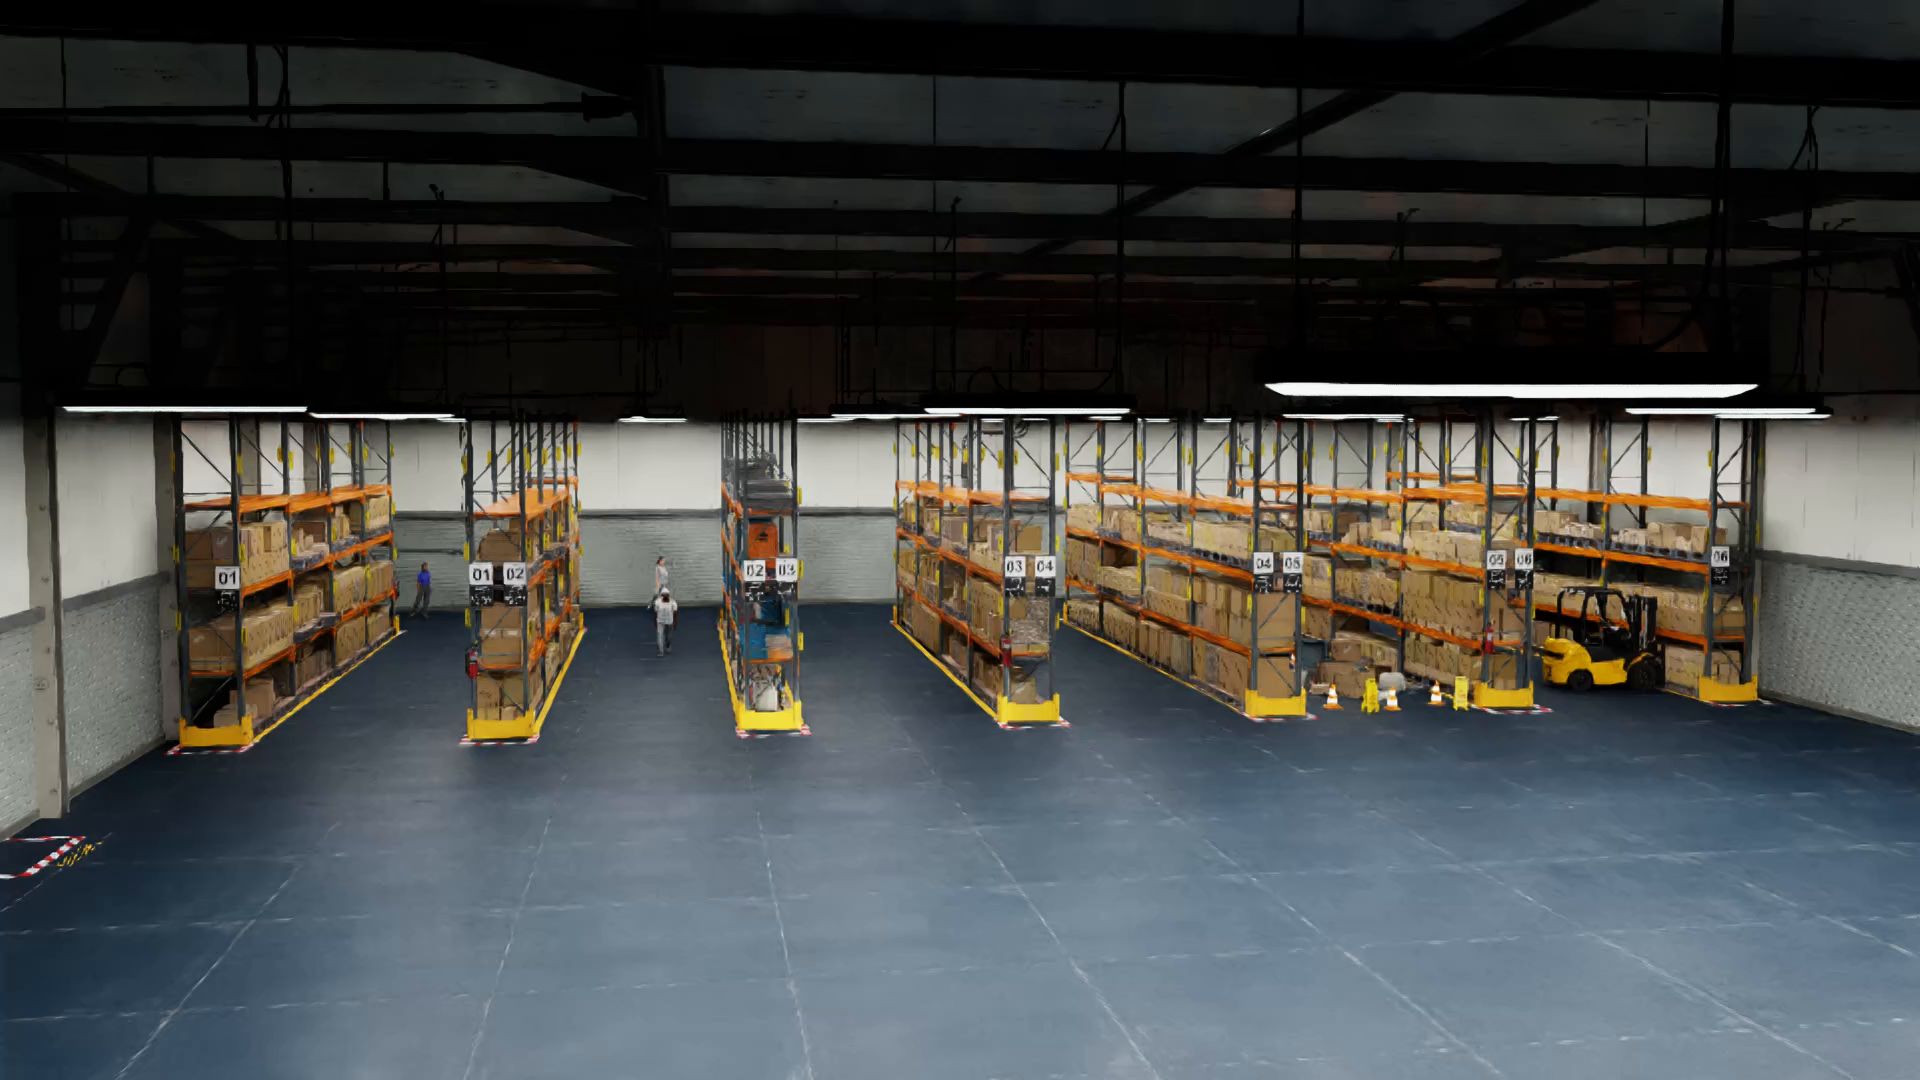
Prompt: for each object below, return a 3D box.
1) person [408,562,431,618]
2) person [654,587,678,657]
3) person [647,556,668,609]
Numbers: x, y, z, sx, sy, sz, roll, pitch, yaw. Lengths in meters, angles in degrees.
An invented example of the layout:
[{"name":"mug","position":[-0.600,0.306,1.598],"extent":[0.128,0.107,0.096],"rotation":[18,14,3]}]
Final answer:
[{"name":"person","position":[-15.962,1.476,49.122],"extent":[0.490,1.652,0.652],"rotation":[3,5,39]},{"name":"person","position":[-7.262,2.005,41.061],"extent":[0.575,1.689,1.128],"rotation":[-1,4,-12]},{"name":"person","position":[-9.316,1.332,51.086],"extent":[0.497,1.664,0.643],"rotation":[3,5,38]}]
